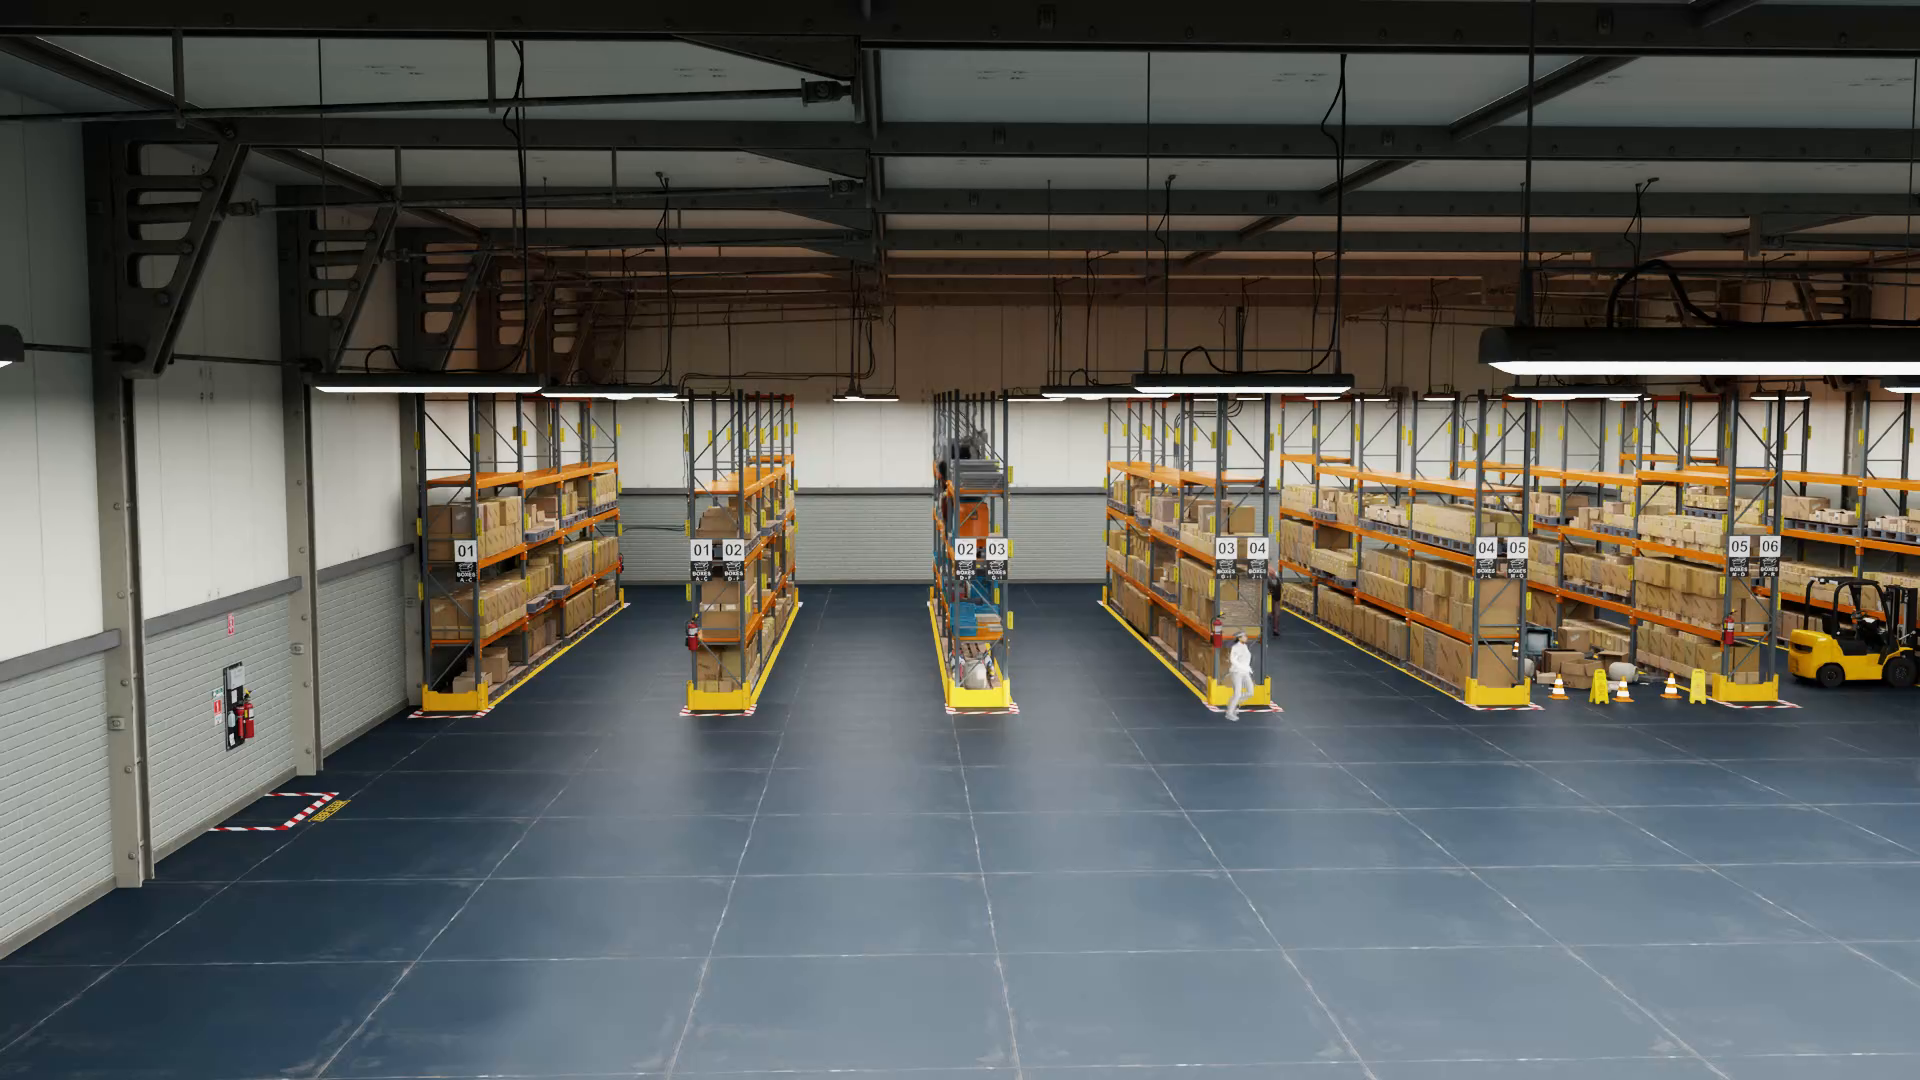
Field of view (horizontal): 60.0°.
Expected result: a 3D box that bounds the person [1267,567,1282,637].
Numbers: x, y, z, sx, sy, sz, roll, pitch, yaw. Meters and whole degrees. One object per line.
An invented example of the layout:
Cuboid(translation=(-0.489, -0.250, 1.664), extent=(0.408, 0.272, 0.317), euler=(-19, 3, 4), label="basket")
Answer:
Cuboid(translation=(7.706, 1.505, 41.091), extent=(0.670, 1.698, 0.880), euler=(-1, 5, -13), label="person")

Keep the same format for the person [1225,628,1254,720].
Cuboid(translation=(5.140, 2.434, 30.218), extent=(0.546, 1.655, 0.653), euler=(4, 6, 42), label="person")

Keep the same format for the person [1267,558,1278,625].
Cuboid(translation=(8.033, 1.311, 43.521), extent=(0.599, 1.714, 0.893), euler=(0, 5, -1), label="person")

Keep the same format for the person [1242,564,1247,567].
Cuboid(translation=(7.902, 1.041, 47.344), extent=(0.696, 1.733, 0.867), euler=(2, 5, 20), label="person")
